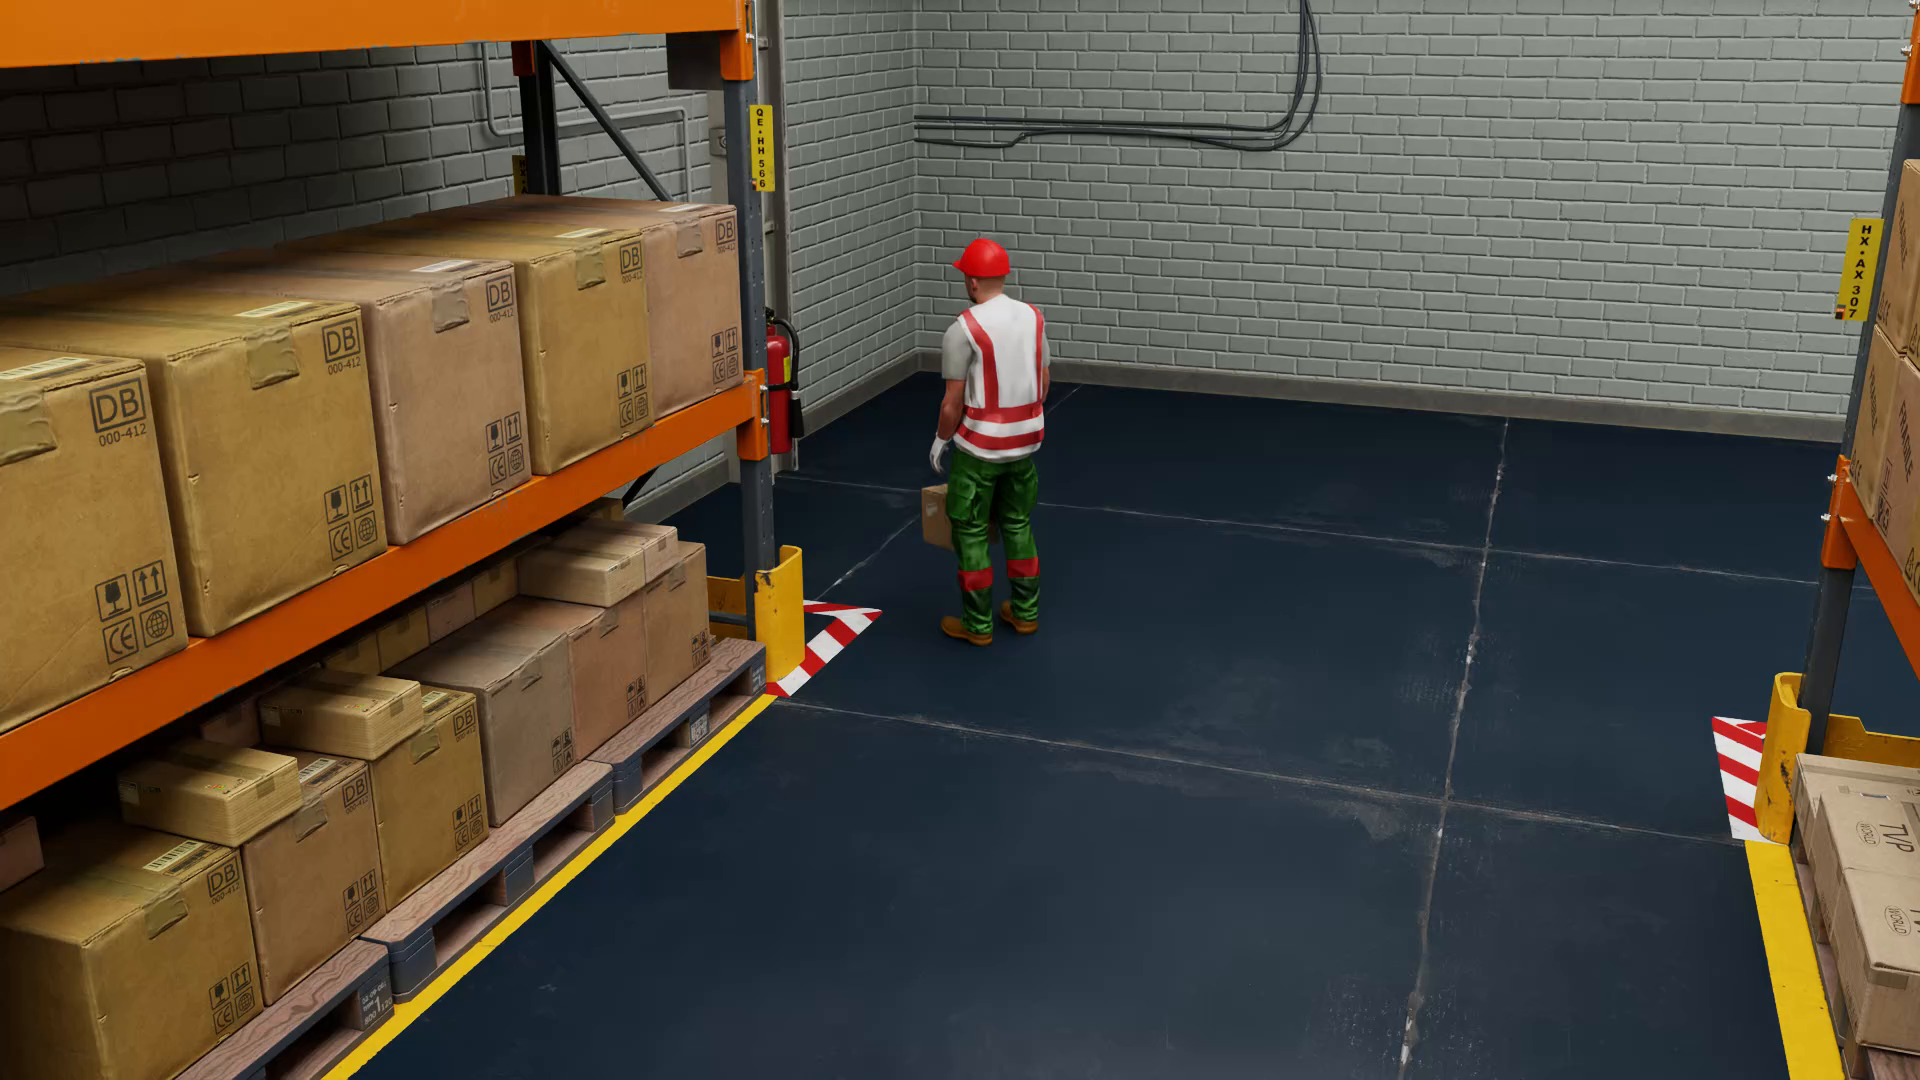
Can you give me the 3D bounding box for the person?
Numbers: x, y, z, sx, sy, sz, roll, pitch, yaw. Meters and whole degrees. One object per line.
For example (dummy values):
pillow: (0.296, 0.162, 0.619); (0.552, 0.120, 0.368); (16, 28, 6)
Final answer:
person: (0.140, -0.416, 7.274); (0.553, 1.785, 0.417); (-12, 22, -33)
